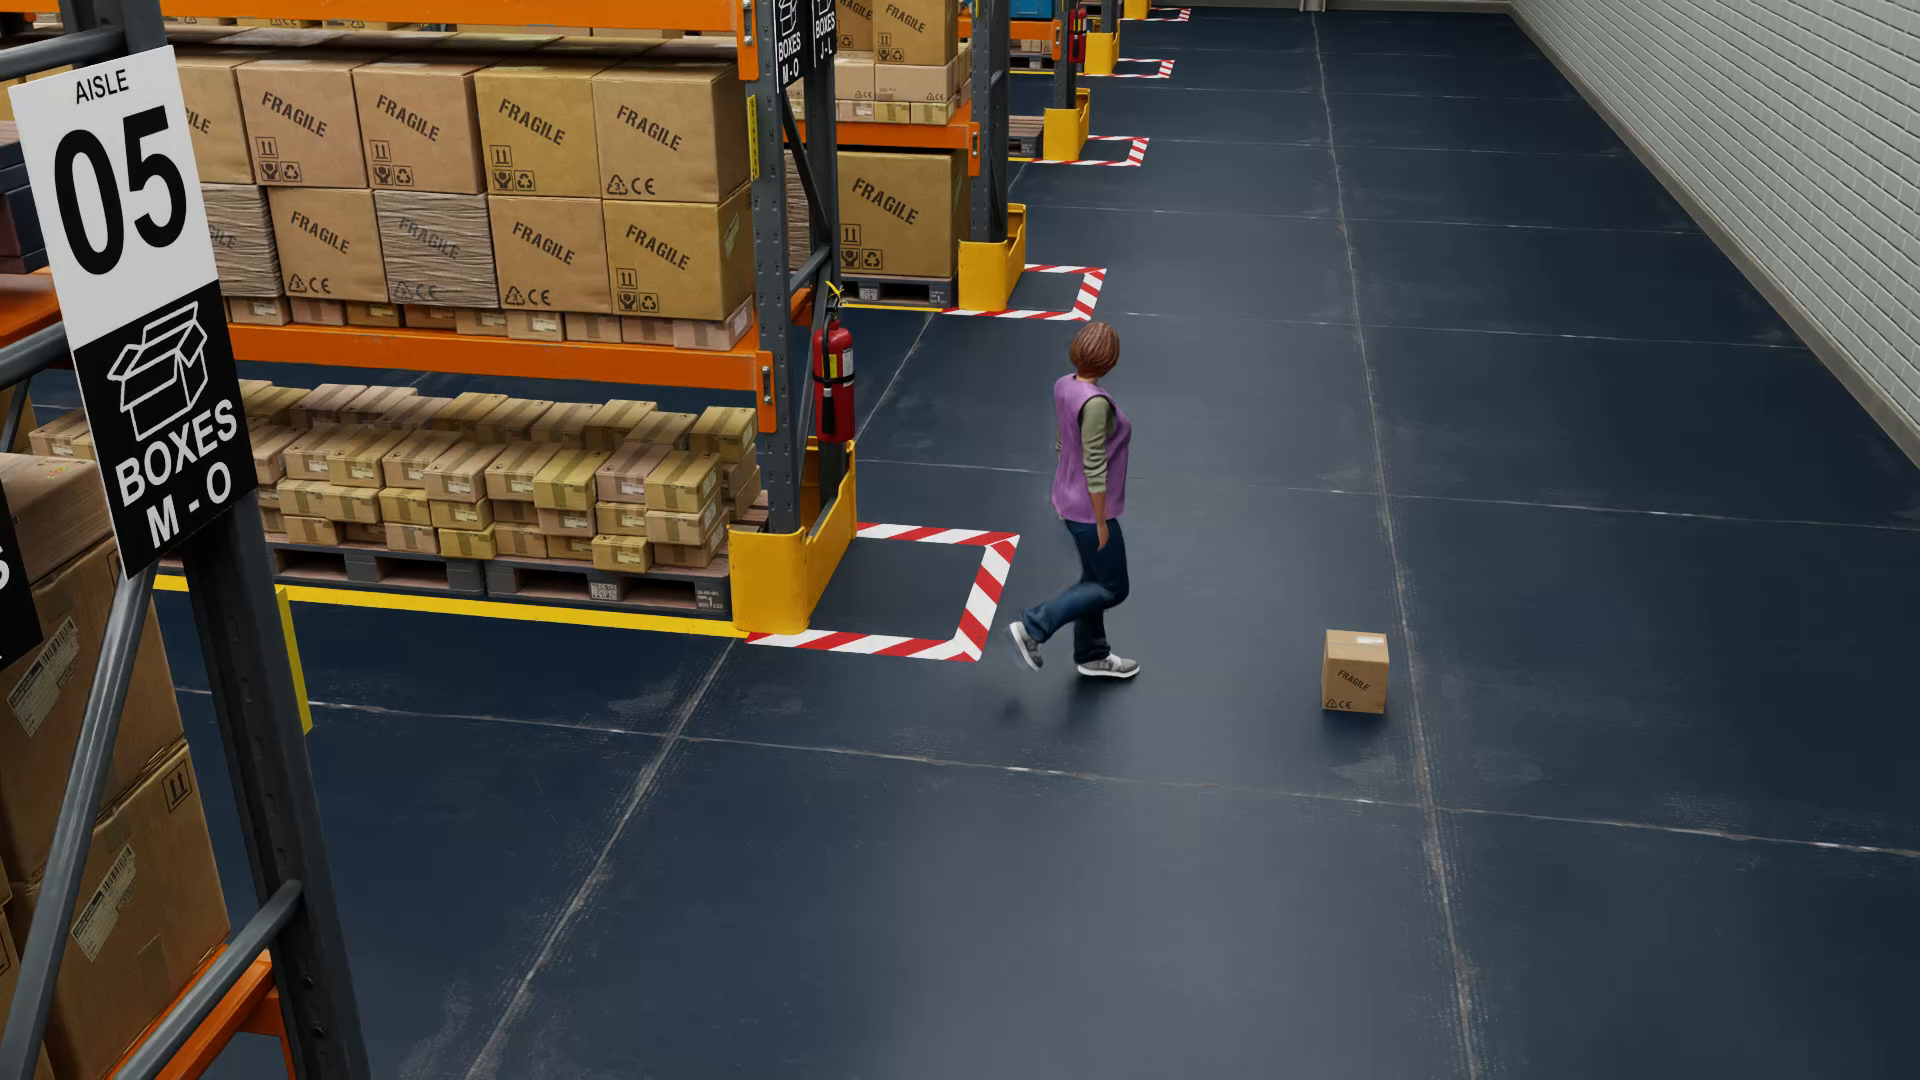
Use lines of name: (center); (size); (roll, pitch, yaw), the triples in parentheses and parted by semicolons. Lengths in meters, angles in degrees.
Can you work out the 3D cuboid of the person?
person: (0.490, -0.122, 6.855); (0.589, 1.598, 0.427); (-4, 26, -8)
